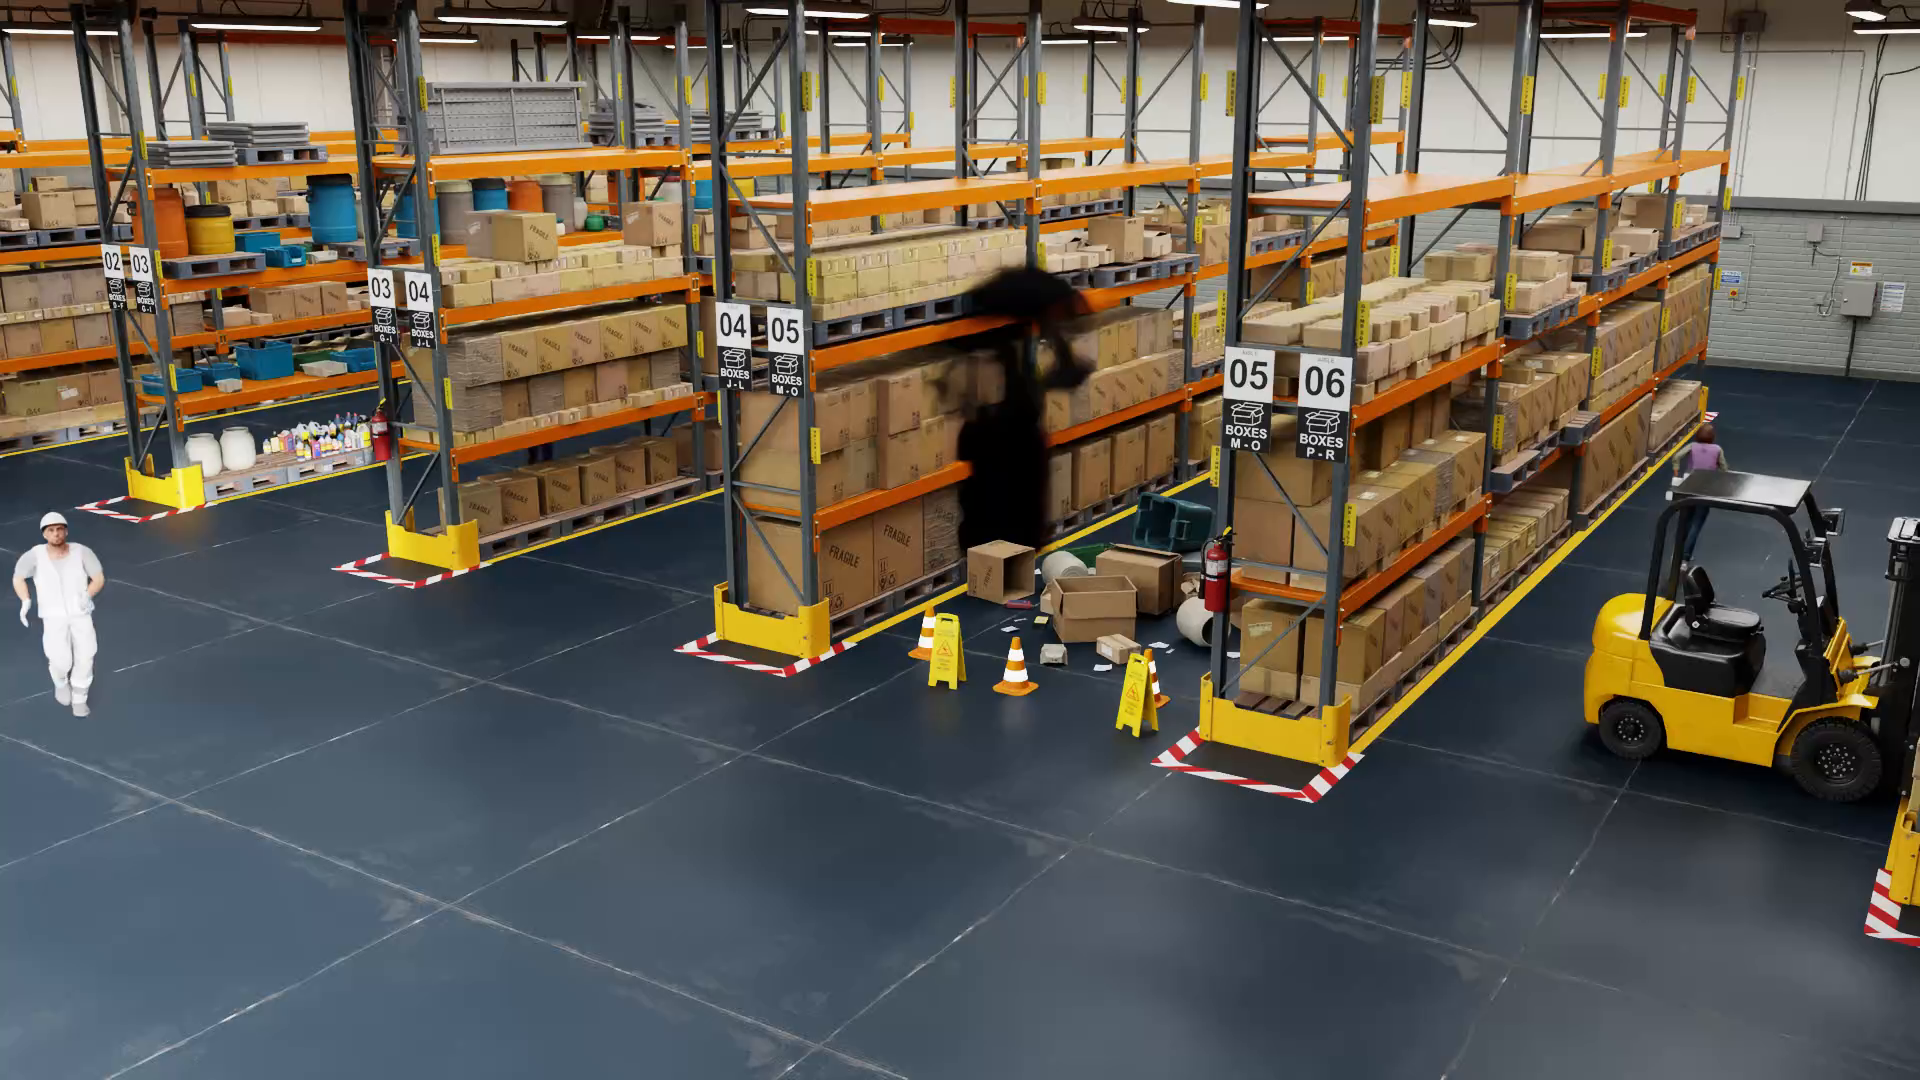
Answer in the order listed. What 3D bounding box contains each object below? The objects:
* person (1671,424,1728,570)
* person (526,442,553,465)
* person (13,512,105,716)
[{"bbox_3d":[7.905,-0.438,17.867,0.531,1.579,0.869,11,19,34],"label":"person"},{"bbox_3d":[-5.759,-1.754,22.536,0.581,1.627,0.637,6,17,20],"label":"person"},{"bbox_3d":[-7.353,0.635,13.682,0.655,1.748,0.575,-10,18,-32],"label":"person"}]
